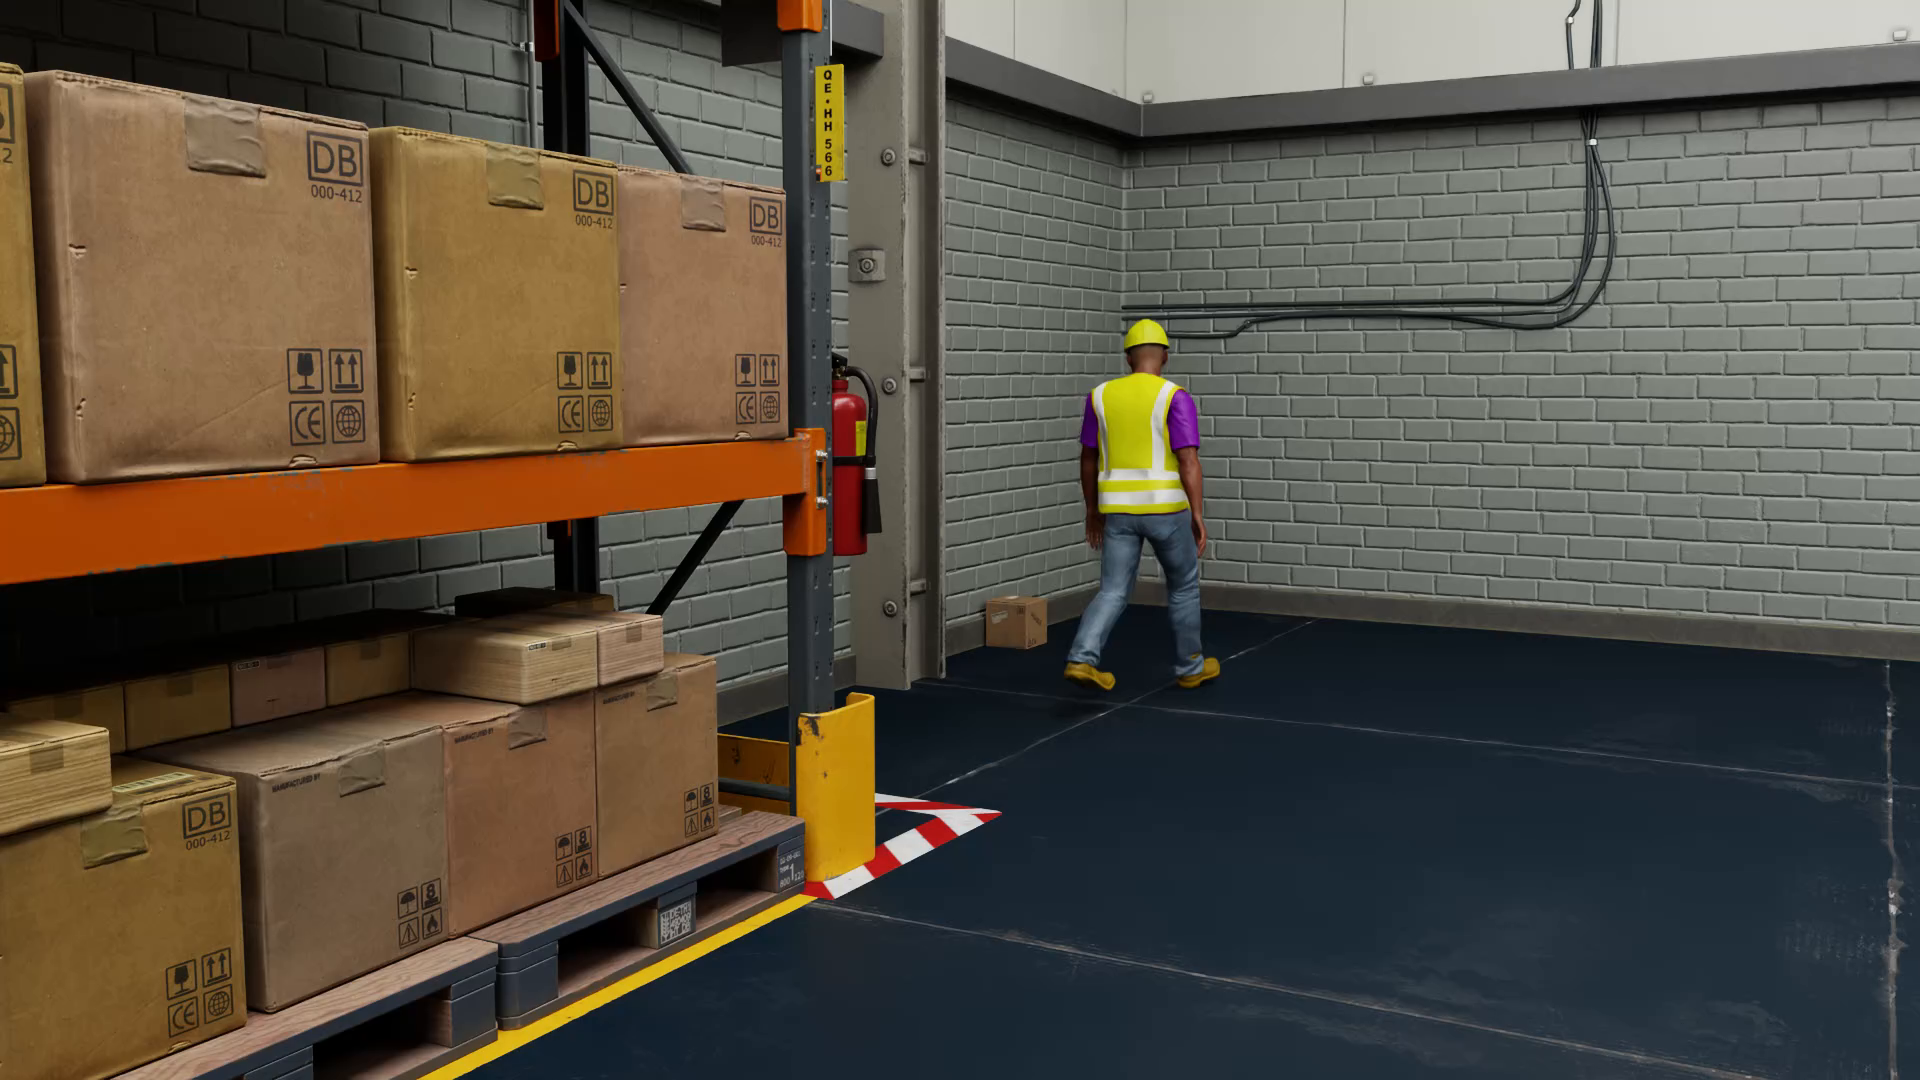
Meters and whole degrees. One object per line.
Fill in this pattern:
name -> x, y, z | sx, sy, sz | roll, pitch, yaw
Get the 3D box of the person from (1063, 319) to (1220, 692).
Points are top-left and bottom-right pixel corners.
person -> 0.846, -0.138, 7.543 | 0.670, 1.720, 1.080 | 3, 7, 29
